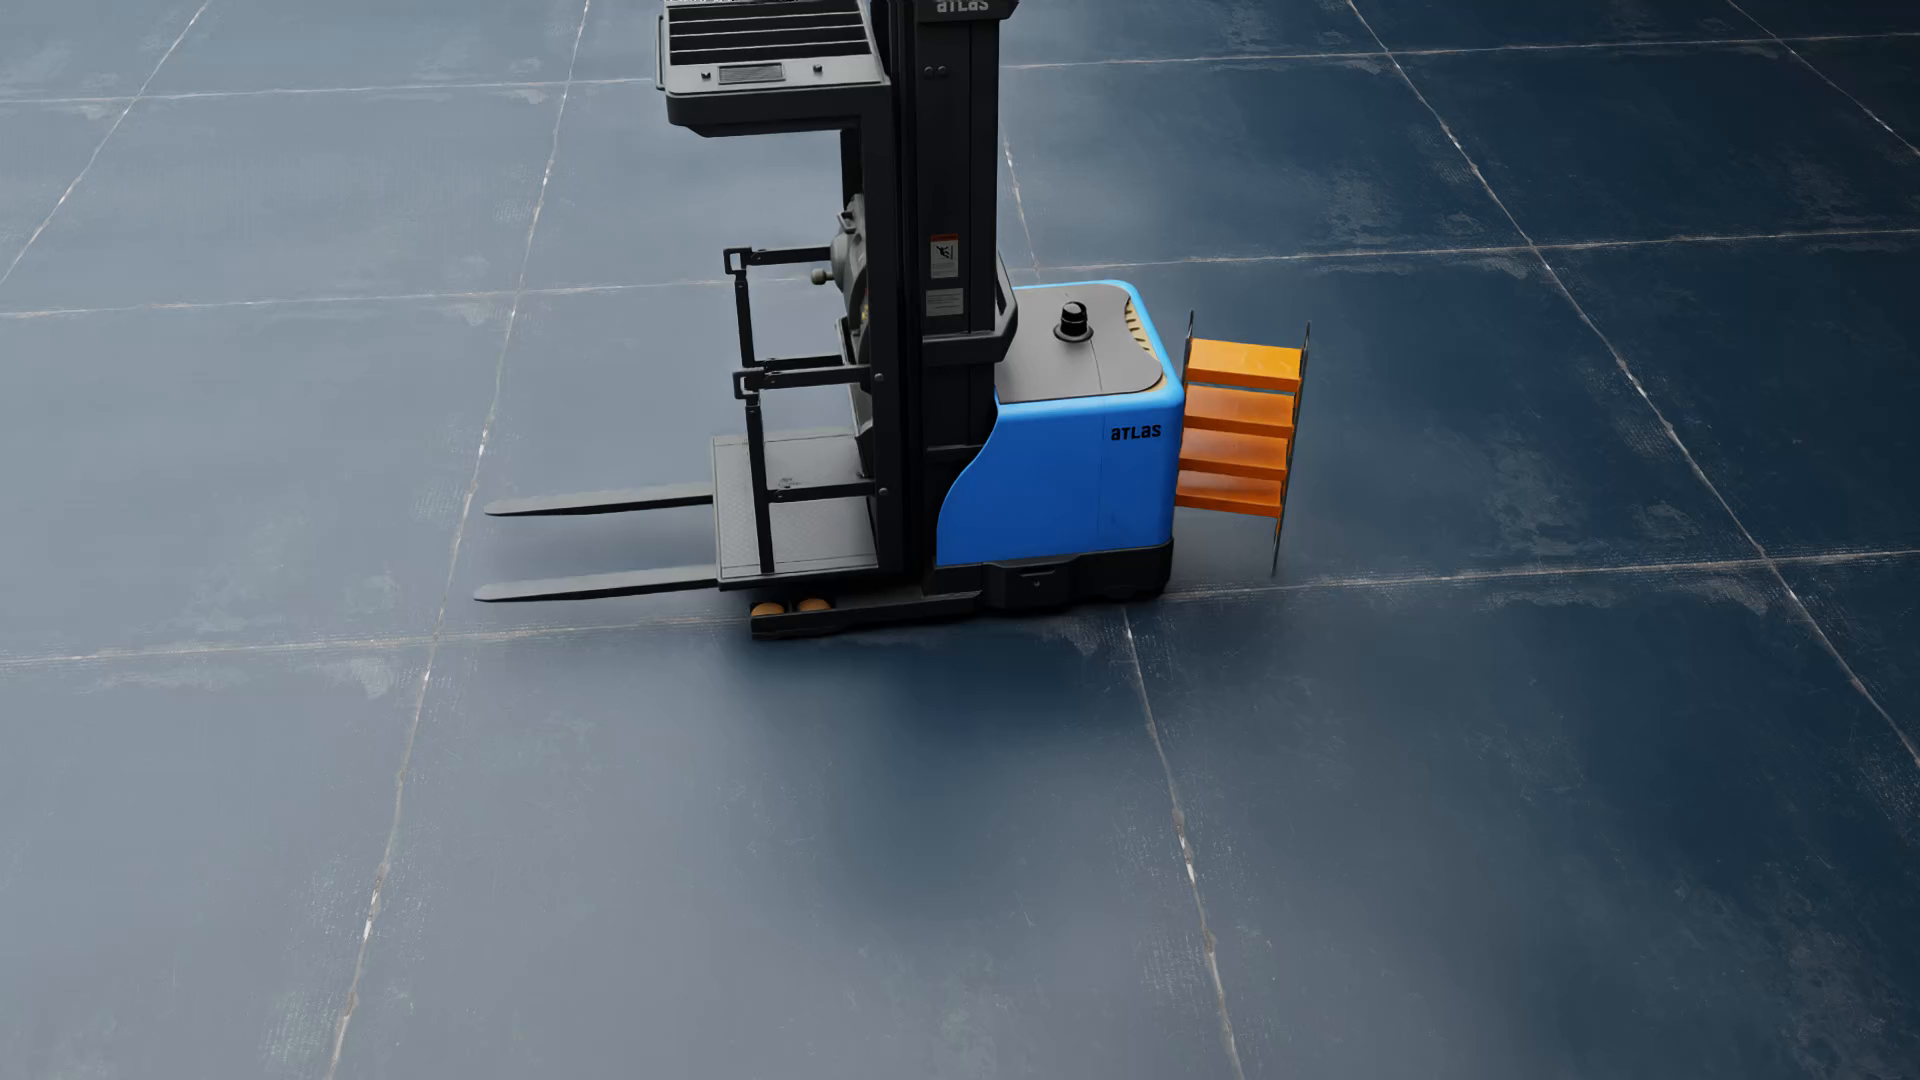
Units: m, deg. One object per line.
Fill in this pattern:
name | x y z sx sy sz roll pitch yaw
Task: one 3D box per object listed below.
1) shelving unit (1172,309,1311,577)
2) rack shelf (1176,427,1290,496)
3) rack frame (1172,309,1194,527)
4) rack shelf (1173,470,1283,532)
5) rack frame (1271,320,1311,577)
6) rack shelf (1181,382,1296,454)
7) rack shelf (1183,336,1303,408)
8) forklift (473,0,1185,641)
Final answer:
shelving unit | 1.203 -0.407 7.297 0.503 1.200 0.258 7 39 9
rack shelf | 1.203 -0.354 7.338 0.480 0.148 0.258 7 39 9
rack frame | 0.964 -0.436 7.334 0.015 1.200 0.240 7 39 9
rack shelf | 1.203 -0.198 7.461 0.480 0.148 0.258 7 39 9
rack frame | 1.442 -0.377 7.259 0.015 1.200 0.240 7 39 9
rack shelf | 1.203 -0.529 7.200 0.480 0.148 0.258 7 39 9
rack shelf | 1.203 -0.715 7.053 0.480 0.148 0.258 7 39 9
forklift | -0.622 -1.066 6.735 3.031 2.935 1.130 -5 39 -7
